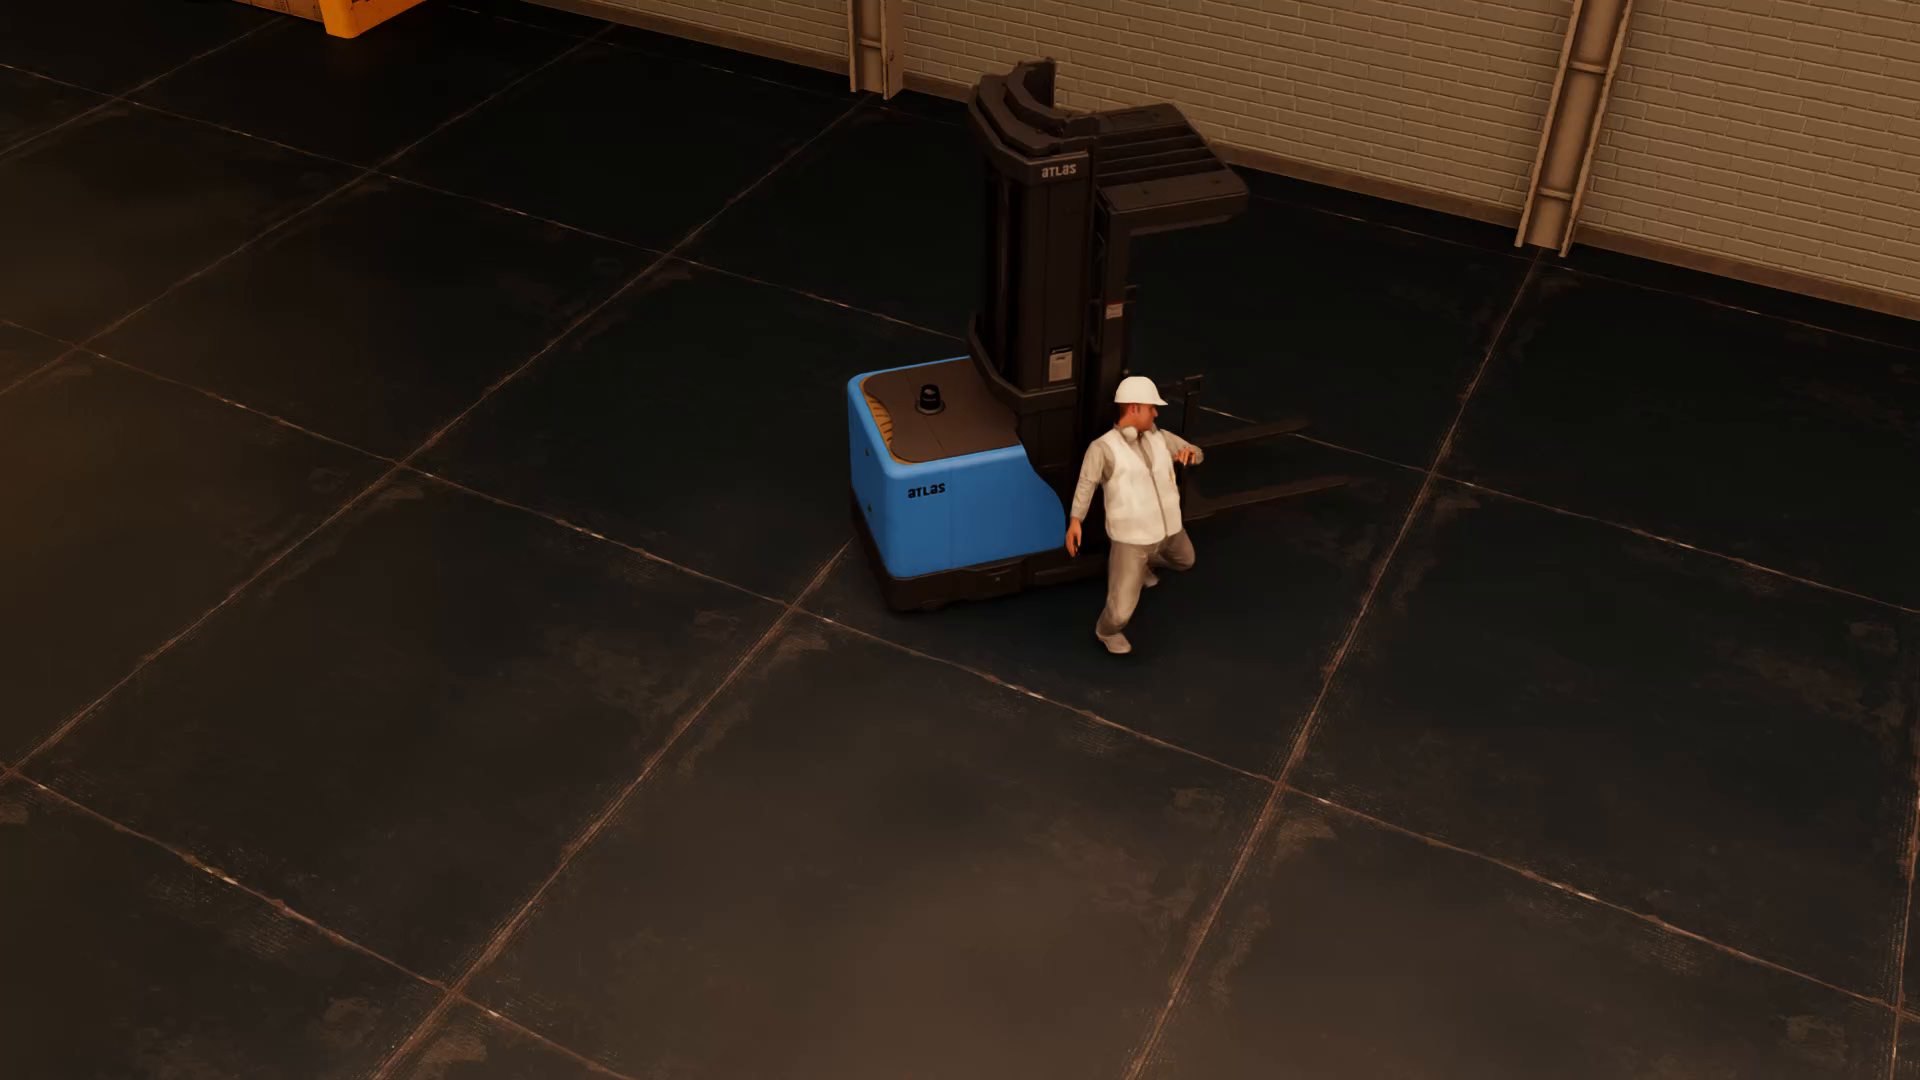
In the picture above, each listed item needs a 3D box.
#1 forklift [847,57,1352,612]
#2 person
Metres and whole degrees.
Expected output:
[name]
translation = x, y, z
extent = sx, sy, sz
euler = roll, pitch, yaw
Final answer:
[forklift]
translation = 0.899, -1.244, 9.464
extent = 3.031, 2.935, 1.130
euler = -11, 41, -13
[person]
translation = 0.898, -0.023, 9.109
extent = 1.018, 1.479, 0.723
euler = -29, 48, -30
